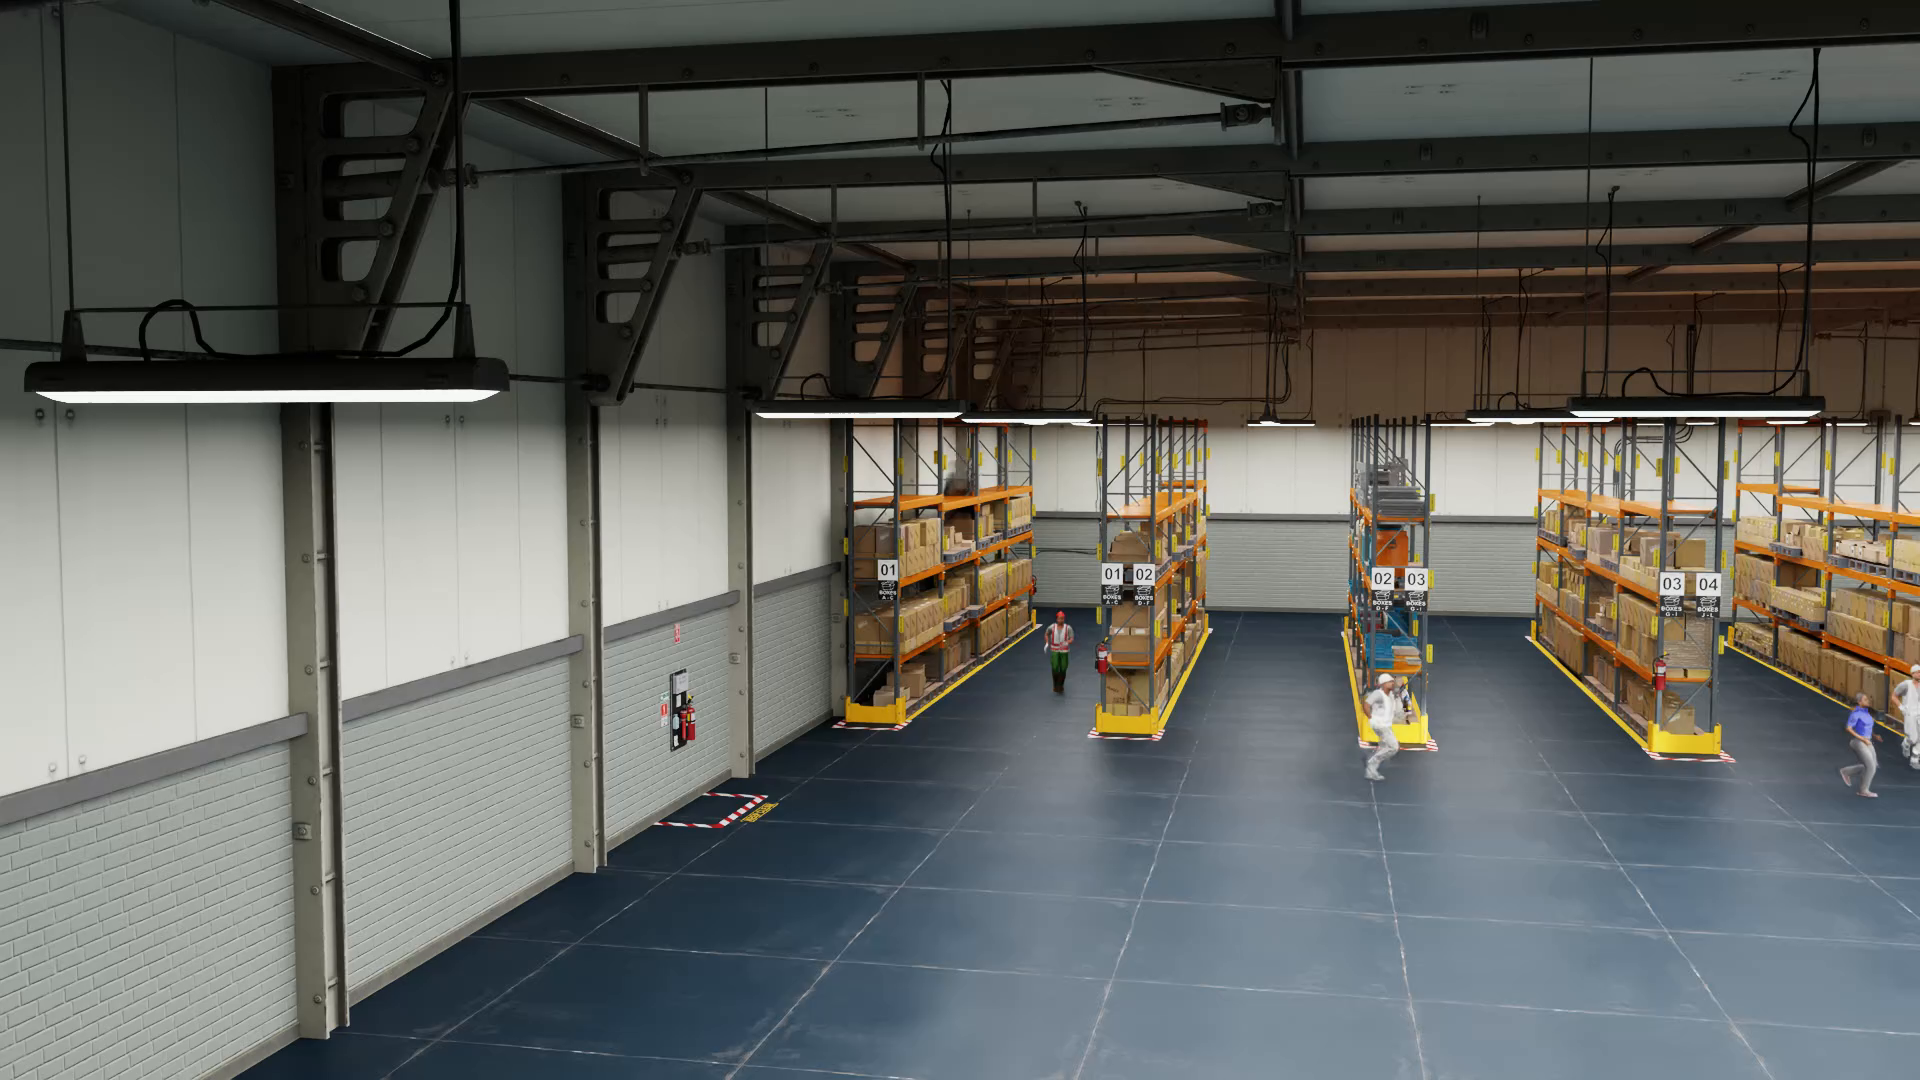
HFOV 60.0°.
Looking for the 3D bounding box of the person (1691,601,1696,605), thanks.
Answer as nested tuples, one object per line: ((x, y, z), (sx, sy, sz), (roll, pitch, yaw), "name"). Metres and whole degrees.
((18.700, 2.095, 42.039), (0.670, 1.737, 0.978), (0, 4, 6), "person")

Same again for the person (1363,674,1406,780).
((6.924, 3.042, 27.078), (0.612, 1.732, 0.682), (2, 4, 31), "person")

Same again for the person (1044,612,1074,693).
((2.149, 2.433, 35.995), (0.648, 1.775, 0.786), (0, 4, 2), "person")

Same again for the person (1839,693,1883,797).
((14.050, 3.188, 25.988), (0.596, 1.600, 0.592), (-3, 5, -41), "person")

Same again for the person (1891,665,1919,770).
((16.170, 2.981, 28.182), (0.694, 1.752, 0.576), (1, 4, 8), "person")
